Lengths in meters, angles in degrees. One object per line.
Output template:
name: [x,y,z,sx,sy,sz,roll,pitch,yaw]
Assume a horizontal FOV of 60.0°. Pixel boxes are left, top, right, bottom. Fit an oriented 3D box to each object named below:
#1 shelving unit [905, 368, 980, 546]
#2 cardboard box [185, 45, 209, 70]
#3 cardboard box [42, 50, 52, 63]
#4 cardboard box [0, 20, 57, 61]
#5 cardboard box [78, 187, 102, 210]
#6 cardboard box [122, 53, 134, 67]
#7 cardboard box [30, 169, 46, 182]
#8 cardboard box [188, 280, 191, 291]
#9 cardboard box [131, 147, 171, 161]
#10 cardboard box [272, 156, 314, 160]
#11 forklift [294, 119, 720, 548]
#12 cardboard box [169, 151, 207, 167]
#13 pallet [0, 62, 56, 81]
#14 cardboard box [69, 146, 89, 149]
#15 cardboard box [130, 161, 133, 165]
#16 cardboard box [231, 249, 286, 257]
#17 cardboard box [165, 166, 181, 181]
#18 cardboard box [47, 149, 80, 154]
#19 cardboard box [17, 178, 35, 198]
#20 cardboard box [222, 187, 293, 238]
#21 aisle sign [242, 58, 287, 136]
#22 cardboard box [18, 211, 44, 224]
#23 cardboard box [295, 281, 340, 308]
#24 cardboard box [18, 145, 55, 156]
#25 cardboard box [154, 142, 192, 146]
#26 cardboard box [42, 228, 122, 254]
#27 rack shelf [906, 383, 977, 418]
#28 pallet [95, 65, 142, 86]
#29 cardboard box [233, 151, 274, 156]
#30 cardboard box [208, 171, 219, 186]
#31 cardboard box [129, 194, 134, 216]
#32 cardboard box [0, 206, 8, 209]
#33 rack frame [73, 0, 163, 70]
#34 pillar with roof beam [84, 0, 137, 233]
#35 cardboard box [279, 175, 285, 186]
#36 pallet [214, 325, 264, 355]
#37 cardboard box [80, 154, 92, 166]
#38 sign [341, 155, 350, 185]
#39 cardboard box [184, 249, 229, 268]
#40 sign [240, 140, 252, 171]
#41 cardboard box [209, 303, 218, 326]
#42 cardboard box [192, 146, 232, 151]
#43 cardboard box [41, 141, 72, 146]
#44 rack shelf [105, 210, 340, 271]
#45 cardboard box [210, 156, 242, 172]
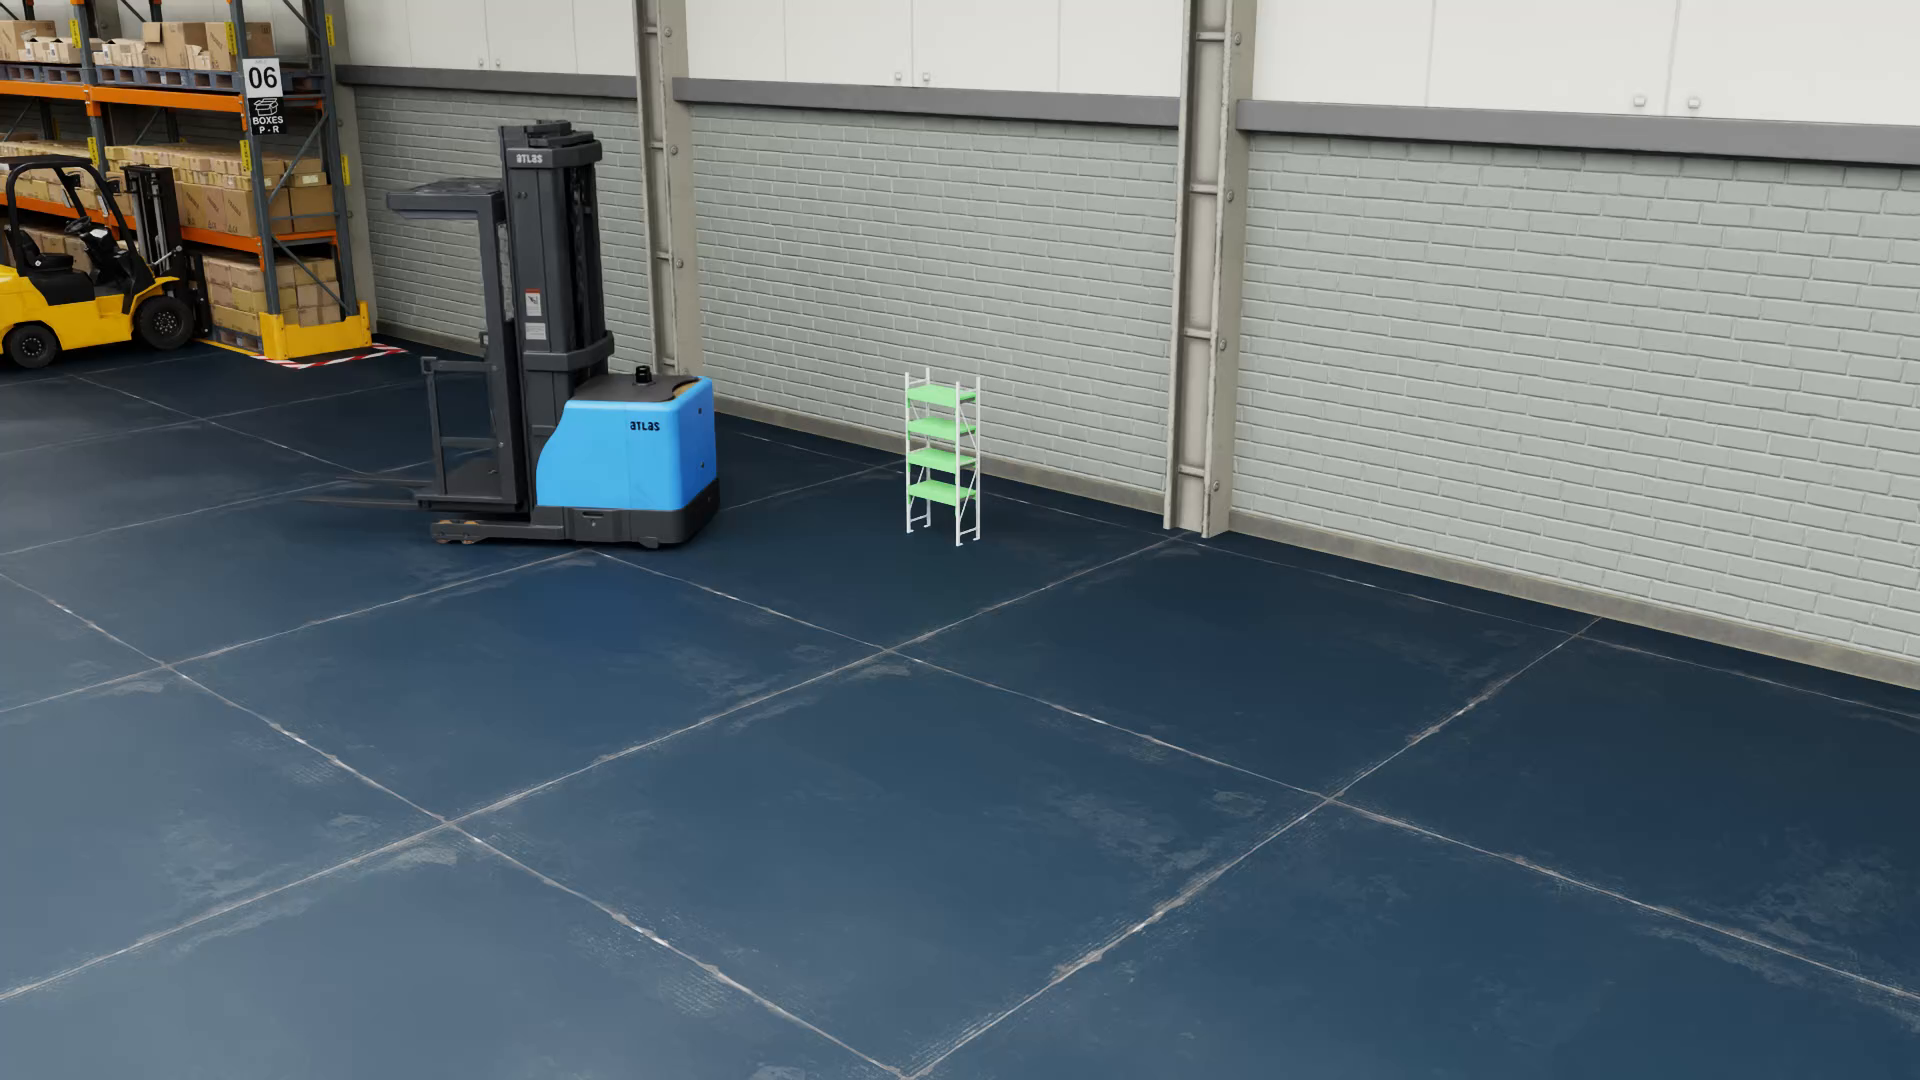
shelving unit: [-0.124,-0.605,12.035,0.503,1.200,0.258,15,23,39]
cardboard box: [-8.302,-5.344,18.394,0.258,0.266,0.396,15,23,39]
cardboard box: [-11.307,-6.095,20.954,0.250,0.149,0.380,15,23,39]
cardboard box: [-12.450,-6.634,22.072,0.500,0.500,0.700,14,23,38]
cardboard box: [-10.833,-4.355,21.124,0.500,0.250,0.500,16,23,40]
cardboard box: [-9.574,-5.629,19.488,0.250,0.149,0.380,16,24,41]
cardboard box: [-11.953,-4.903,22.025,0.500,0.250,0.500,15,23,40]
cardboard box: [-9.002,-3.040,19.756,0.500,0.250,0.500,15,23,39]
cardboard box: [-9.789,-4.671,20.142,0.250,0.149,0.380,14,23,38]
cardboard box: [-7.557,-4.263,18.858,0.250,0.149,0.380,16,24,41]
forklift: [-3.389,-1.520,12.057,3.031,2.935,1.130,2,18,8]
cardboard box: [-9.027,-4.465,19.494,0.250,0.149,0.380,15,23,39]
pallet: [-12.707,-6.411,22.709,1.003,0.211,1.213,16,24,42]
cardboard box: [-11.736,-5.221,22.367,0.250,0.149,0.380,16,24,41]
cardboard box: [-9.811,-4.520,20.159,0.250,0.149,0.380,15,23,39]
cardboard box: [-8.268,-3.289,19.716,0.500,0.250,0.500,15,23,39]
cardboard box: [-9.075,-4.303,19.474,0.250,0.149,0.380,14,23,38]
cardboard box: [-11.661,-5.010,21.701,0.250,0.149,0.380,15,23,40]
cardboard box: [-12.342,-4.768,22.425,0.500,0.250,0.500,14,22,38]
cardboard box: [-7.833,-3.669,18.547,0.500,0.500,0.500,14,23,38]
aisle sign: [-7.437,-4.741,17.794,0.004,0.787,0.394,15,23,39]
cardboard box: [-13.638,-4.740,24.455,0.250,0.149,0.380,16,24,41]
cardboard box: [-7.505,-2.851,19.161,0.500,0.250,0.500,16,23,40]
cardboard box: [-12.410,-5.222,22.368,0.250,0.149,0.380,15,23,40]
cardboard box: [-9.843,-4.888,20.824,0.250,0.149,0.380,15,23,39]
cardboard box: [-11.819,-3.863,22.557,0.625,0.625,0.875,14,22,37]
rack shelf: [-0.124,-1.002,11.909,0.480,0.148,0.258,15,23,39]
pallet: [-9.627,-5.607,20.007,1.213,0.211,1.003,15,23,39]
cardboard box: [-8.300,-4.481,19.544,0.250,0.149,0.380,14,23,38]
cardboard box: [-8.278,-4.107,18.858,0.250,0.149,0.380,15,23,39]
cardboard box: [-9.723,-4.183,20.169,0.500,0.500,0.500,16,23,40]
cardboard box: [-14.460,-4.928,25.048,0.250,0.149,0.380,15,23,40]
rack frame: [-10.283,-7.244,20.061,0.127,3.000,1.000,15,23,39]
pillar with roof beam: [-14.558,-7.015,19.341,0.400,9.000,9.100,15,23,39]
cardboard box: [-7.599,-4.100,18.835,0.250,0.149,0.380,15,23,39]
pallet: [-7.891,-2.397,19.314,1.213,0.211,1.003,15,23,39]
cardboard box: [-10.890,-4.808,21.064,0.250,0.149,0.380,15,23,38]
sign: [-6.918,-4.156,18.687,0.005,0.325,0.100,15,23,39]
cardboard box: [-8.986,-3.273,19.665,0.500,0.250,0.500,14,23,38]
sign: [-7.661,-4.126,17.849,0.005,0.325,0.100,15,23,39]
cardboard box: [-8.586,-2.698,19.507,0.500,0.250,0.500,15,23,40]
cardboard box: [-9.067,-4.685,20.186,0.250,0.149,0.380,15,23,38]
cardboard box: [-12.474,-5.432,23.032,0.250,0.149,0.380,15,23,39]
rack shelf: [-8.787,-3.640,19.812,4.000,0.370,1.077,15,23,39]
cardboard box: [-8.254,-4.260,18.847,0.250,0.149,0.380,15,23,40]
